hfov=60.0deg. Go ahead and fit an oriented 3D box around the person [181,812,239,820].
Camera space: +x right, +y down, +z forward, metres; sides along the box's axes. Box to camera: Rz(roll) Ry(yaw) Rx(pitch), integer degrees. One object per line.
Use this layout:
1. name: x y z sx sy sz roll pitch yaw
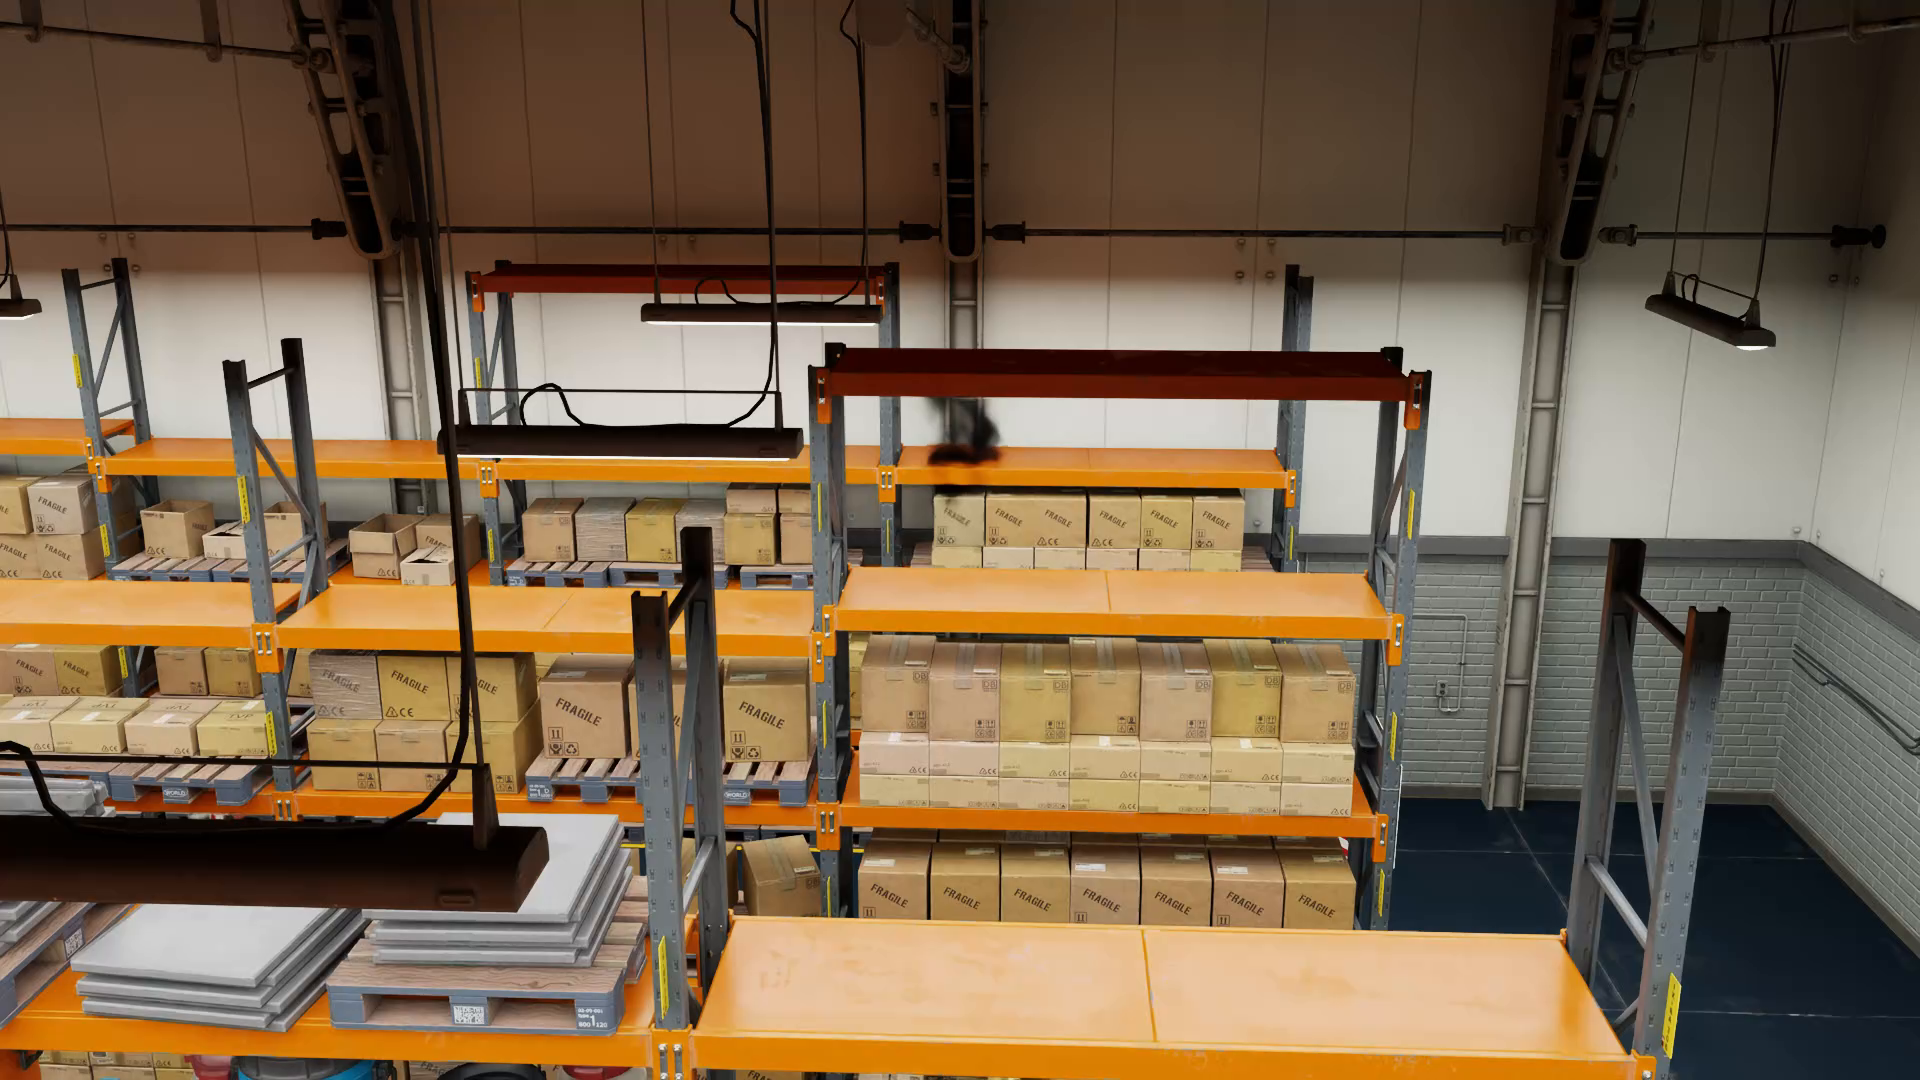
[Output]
1. person: -6.853 2.934 15.289 0.987 1.792 0.607 -2 16 -8
